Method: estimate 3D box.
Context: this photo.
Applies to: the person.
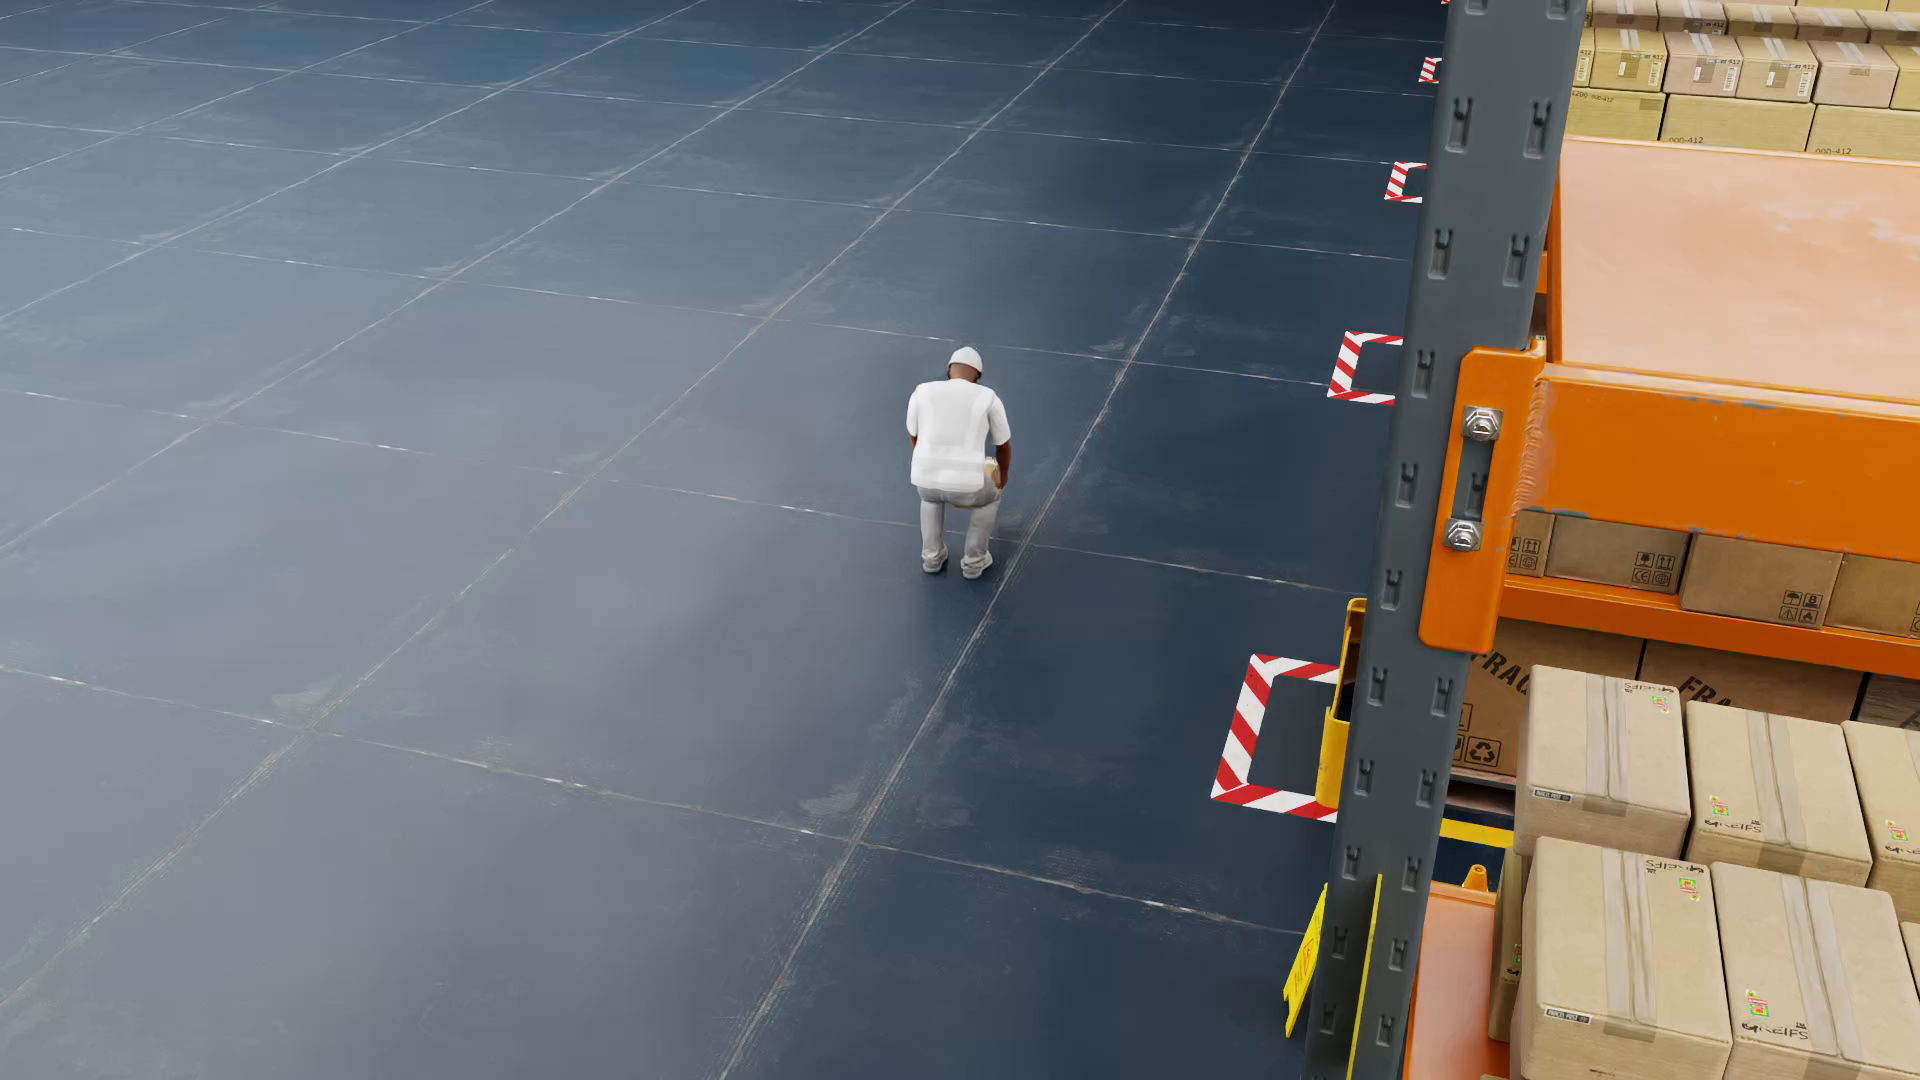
[{"bbox_3d":[-0.045,-0.439,9.798,0.626,1.260,0.823,9,30,15],"label":"person"}]
